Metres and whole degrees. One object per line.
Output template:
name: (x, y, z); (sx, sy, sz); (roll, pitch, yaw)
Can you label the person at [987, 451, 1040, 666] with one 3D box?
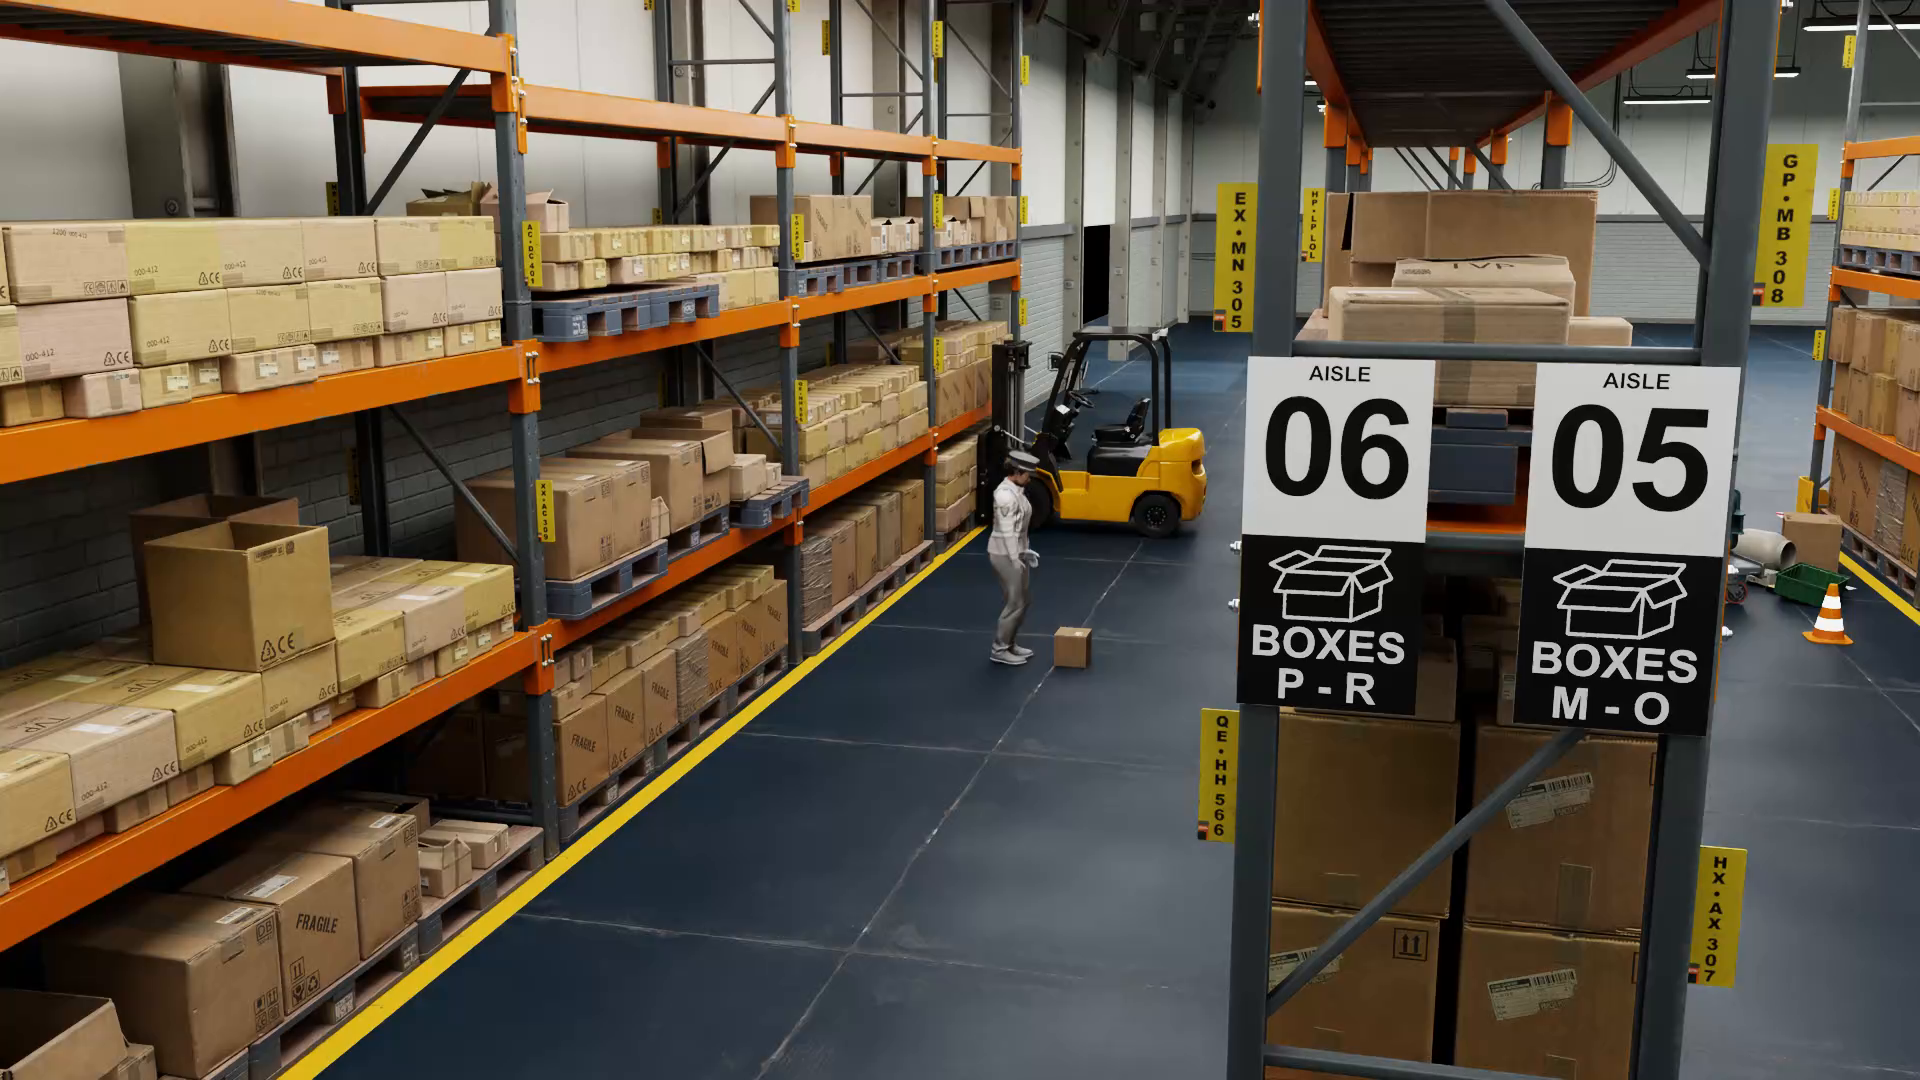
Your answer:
person: (0.420, 0.129, 12.888); (0.396, 1.647, 0.488); (3, 12, 15)
